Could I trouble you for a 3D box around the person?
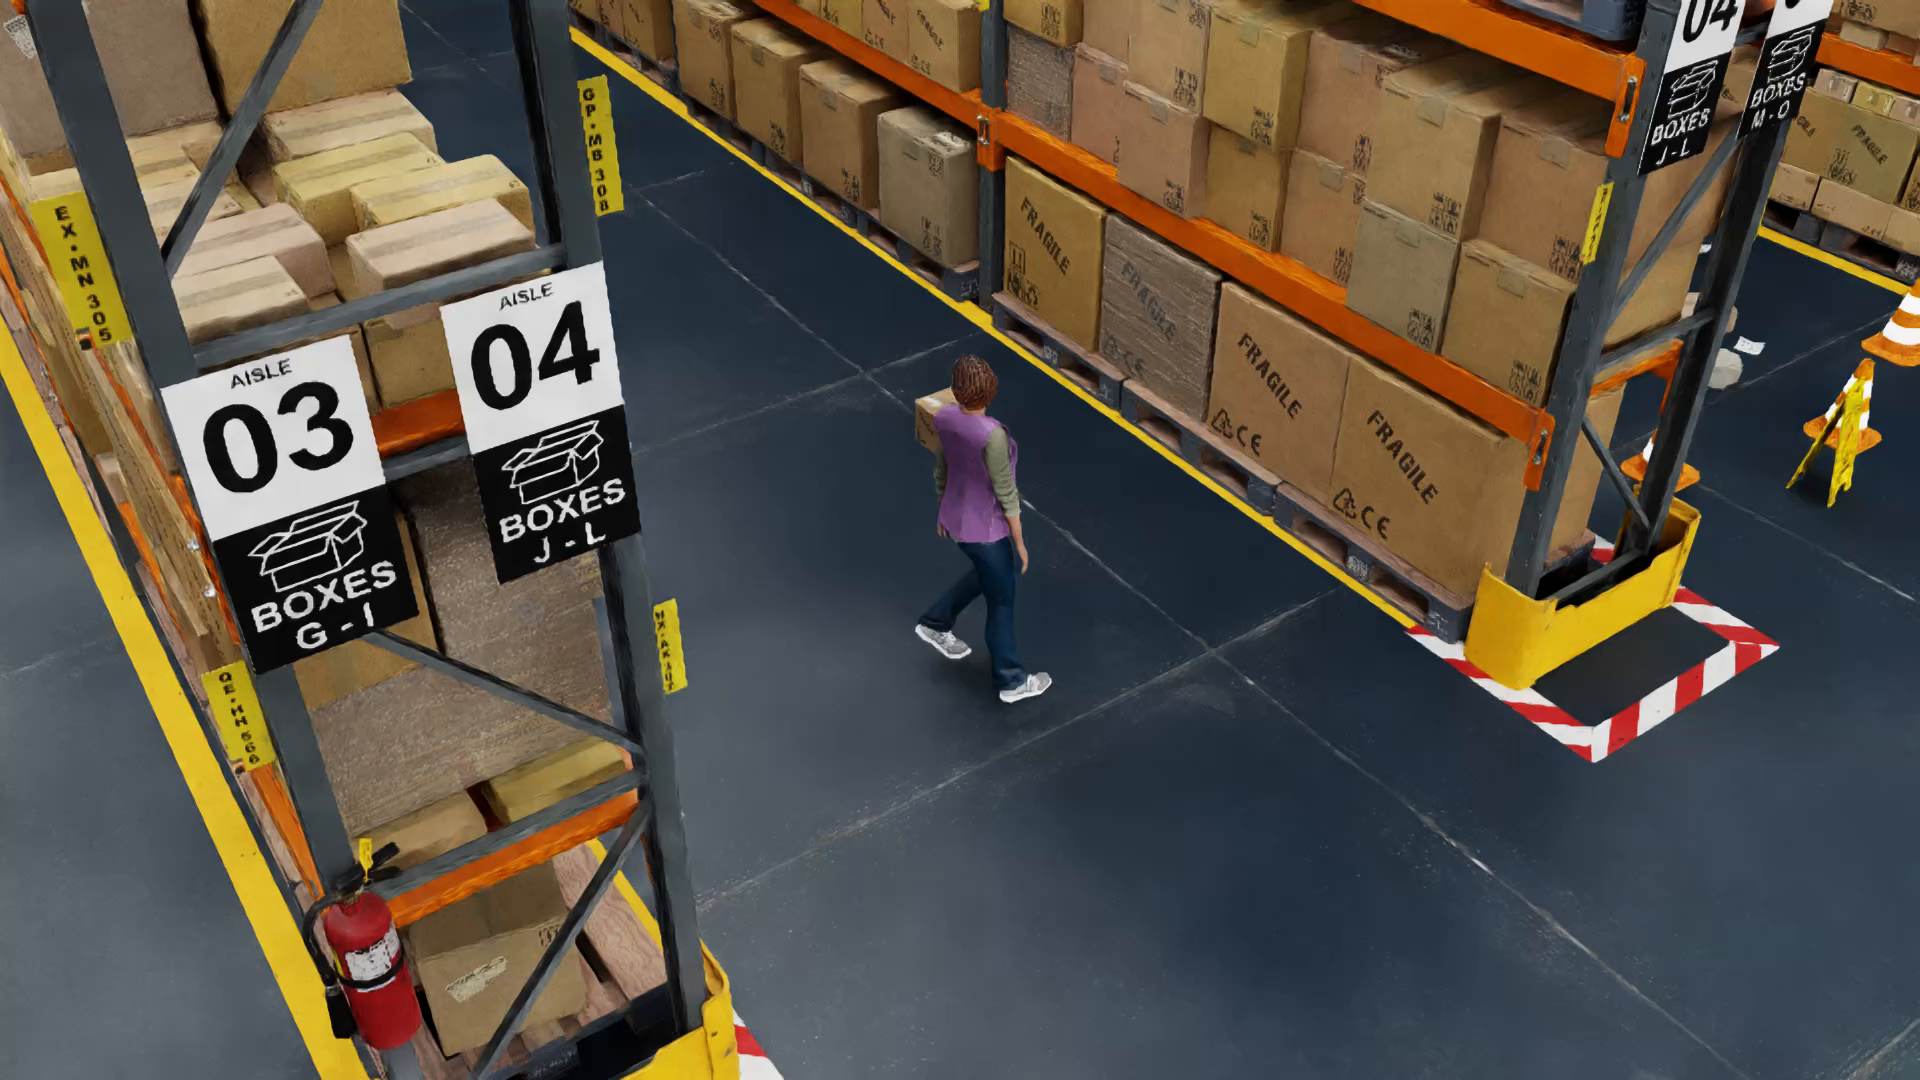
[{"bbox_3d":[0.099,-0.035,7.069,0.435,1.574,0.542,-21,41,-25],"label":"person"}]
